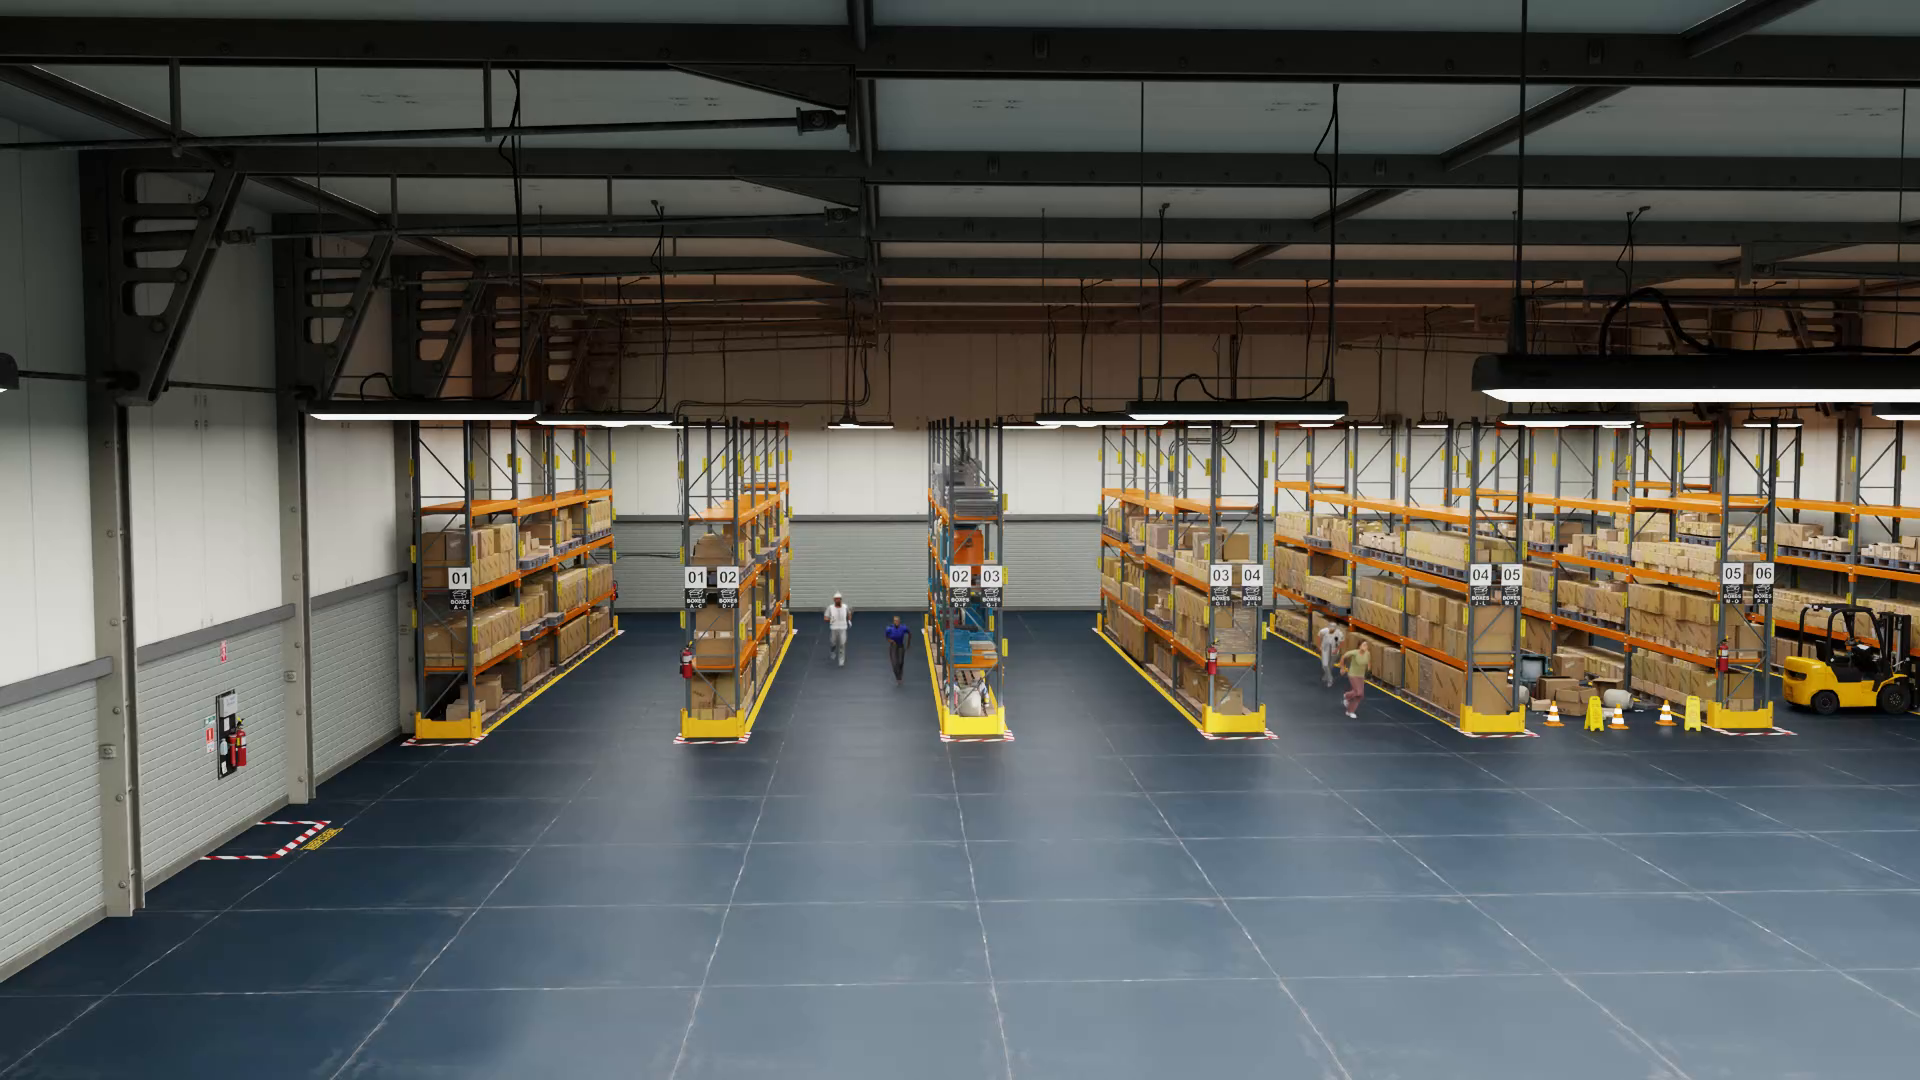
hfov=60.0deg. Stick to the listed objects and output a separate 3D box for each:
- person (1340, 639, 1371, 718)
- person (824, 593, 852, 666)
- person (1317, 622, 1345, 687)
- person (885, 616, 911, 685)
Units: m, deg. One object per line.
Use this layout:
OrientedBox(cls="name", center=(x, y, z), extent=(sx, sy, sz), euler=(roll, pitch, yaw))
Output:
OrientedBox(cls="person", center=(7.961, 2.764, 33.328), extent=(0.570, 1.597, 0.673), euler=(-2, 4, -26))
OrientedBox(cls="person", center=(-2.983, 2.186, 40.762), extent=(0.701, 1.759, 0.892), euler=(-1, 4, -10))
OrientedBox(cls="person", center=(8.369, 2.555, 37.562), extent=(0.610, 1.518, 1.100), euler=(1, 4, 9))
OrientedBox(cls="person", center=(-1.407, 2.496, 37.577), extent=(0.561, 1.580, 0.652), euler=(0, 4, 3))
